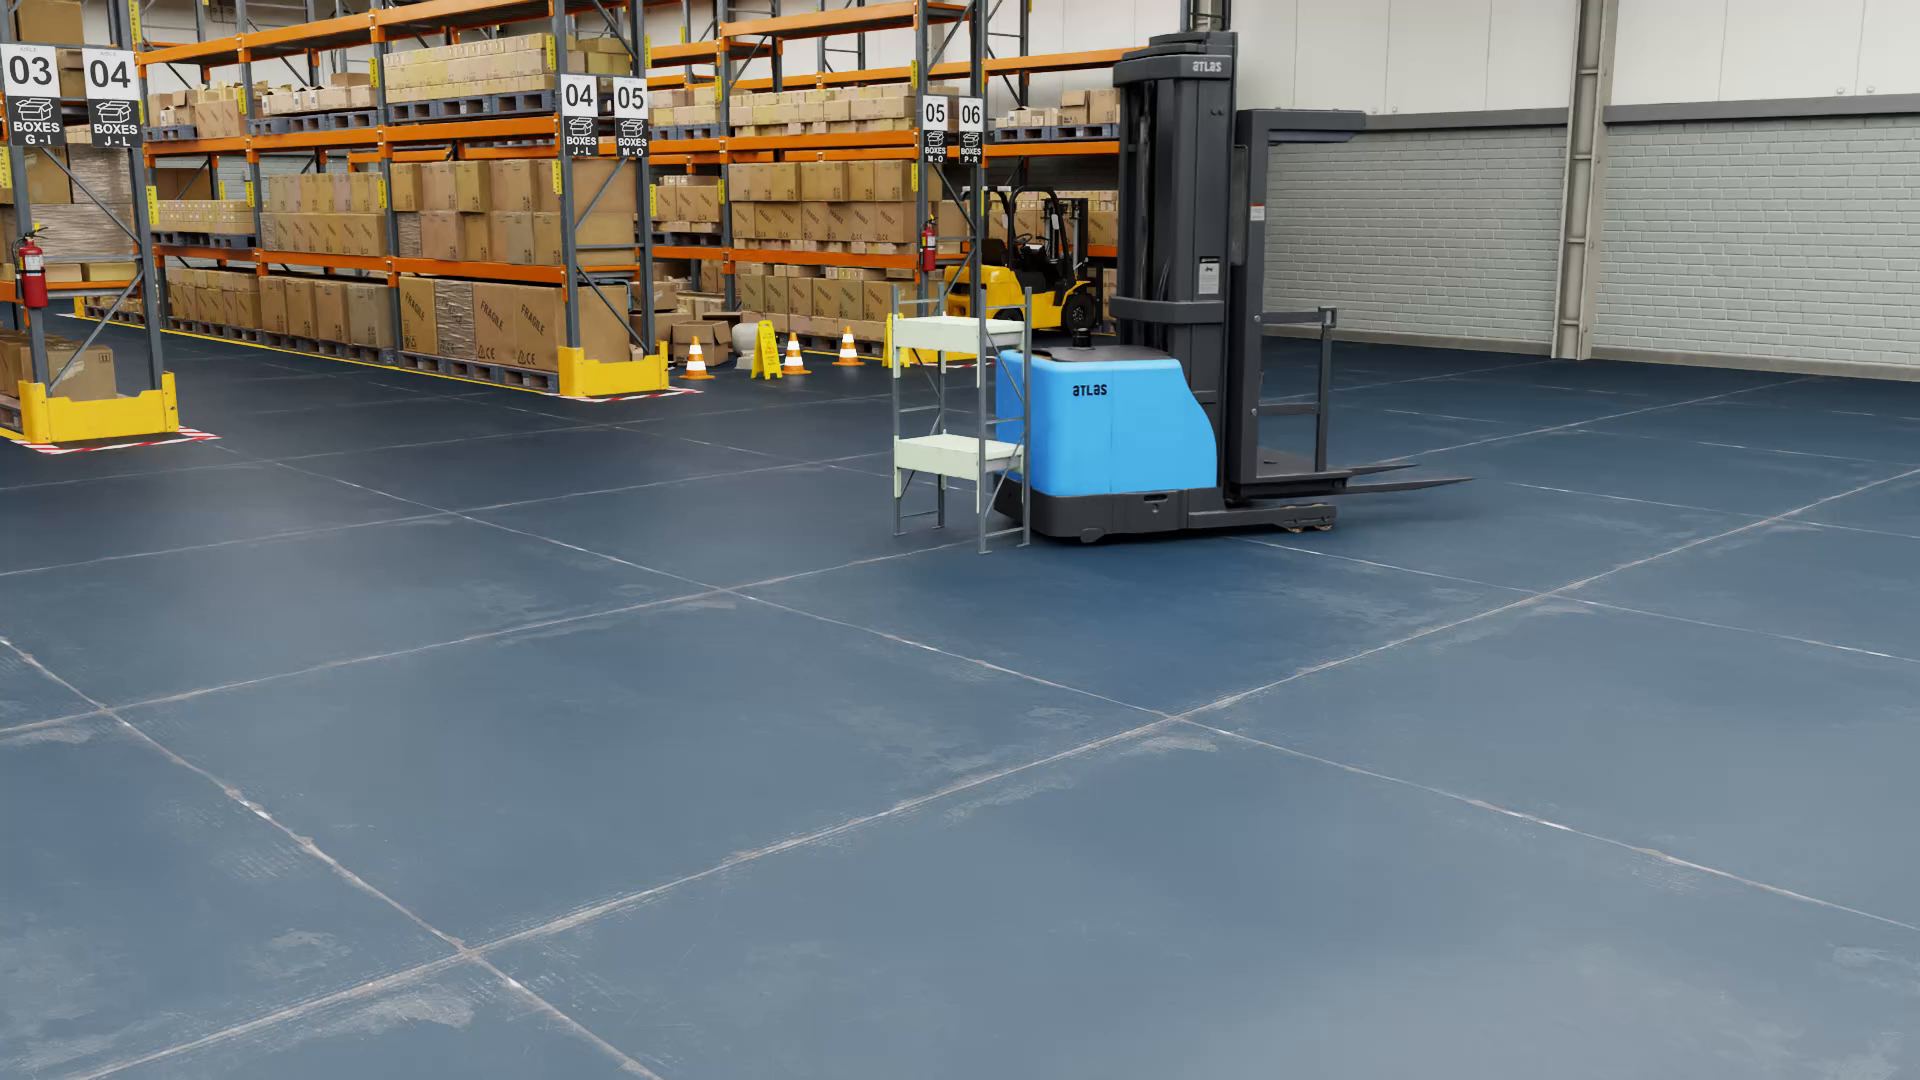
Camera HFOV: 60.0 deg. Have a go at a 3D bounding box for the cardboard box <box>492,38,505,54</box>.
[{"bbox_3d":[-4.649,-5.139,17.344,0.380,0.149,0.250,-11,16,-42],"label":"cardboard box"}]

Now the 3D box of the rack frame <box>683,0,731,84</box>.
[{"bbox_3d":[-4.832,-9.120,31.878,1.000,3.000,0.127,-11,16,-43],"label":"rack frame"}]

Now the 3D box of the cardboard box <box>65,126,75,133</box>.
[{"bbox_3d":[-14.570,-6.908,27.705,0.500,0.250,0.500,-11,16,-42],"label":"cardboard box"}]

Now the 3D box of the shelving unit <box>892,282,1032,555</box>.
[{"bbox_3d":[0.005,-0.734,9.755,0.431,1.500,0.755,-11,16,-43],"label":"shelving unit"}]

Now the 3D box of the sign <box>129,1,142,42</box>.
[{"bbox_3d":[-6.907,-4.330,13.896,0.100,0.325,0.005,-11,16,-43],"label":"sign"}]

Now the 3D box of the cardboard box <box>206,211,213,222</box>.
[{"bbox_3d":[-10.379,-4.552,23.415,0.380,0.149,0.250,-11,16,-42],"label":"cardboard box"}]

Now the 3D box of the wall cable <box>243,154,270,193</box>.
[{"bbox_3d":[-15.092,-7.406,35.829,0.585,1.953,0.123,-11,16,-43],"label":"wall cable"}]

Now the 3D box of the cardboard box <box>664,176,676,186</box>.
[{"bbox_3d":[-4.068,-5.212,24.140,0.250,0.149,0.380,11,16,43],"label":"cardboard box"}]

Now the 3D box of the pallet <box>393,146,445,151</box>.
[{"bbox_3d":[-9.815,-7.214,30.280,1.003,0.211,1.213,-11,16,-43],"label":"pallet"}]

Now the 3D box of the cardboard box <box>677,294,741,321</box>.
[{"bbox_3d":[-3.757,-3.421,24.556,0.950,0.372,0.625,-10,15,-39],"label":"cardboard box"}]

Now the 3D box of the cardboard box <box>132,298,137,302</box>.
[{"bbox_3d":[-13.063,-3.901,26.699,0.380,0.149,0.250,-10,16,-41],"label":"cardboard box"}]

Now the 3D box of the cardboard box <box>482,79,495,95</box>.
[{"bbox_3d":[-4.820,-4.784,17.601,0.380,0.149,0.250,-11,16,-43],"label":"cardboard box"}]

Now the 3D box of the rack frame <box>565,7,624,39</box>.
[{"bbox_3d":[-5.657,-7.844,25.684,1.000,3.000,0.127,-11,16,-43],"label":"rack frame"}]

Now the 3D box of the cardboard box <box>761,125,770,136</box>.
[{"bbox_3d":[-2.465,-5.522,22.468,0.380,0.149,0.250,-11,16,-43],"label":"cardboard box"}]

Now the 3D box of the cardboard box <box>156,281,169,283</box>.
[{"bbox_3d":[-12.936,-4.155,27.196,0.250,0.149,0.380,11,16,43],"label":"cardboard box"}]

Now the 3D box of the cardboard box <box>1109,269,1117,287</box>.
[{"bbox_3d":[2.555,-3.877,24.590,0.500,0.250,0.500,-11,16,-42],"label":"cardboard box"}]

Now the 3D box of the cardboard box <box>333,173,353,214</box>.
[{"bbox_3d":[-7.457,-4.376,20.994,0.700,0.500,0.500,-11,16,-42],"label":"cardboard box"}]

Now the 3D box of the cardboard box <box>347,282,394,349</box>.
[{"bbox_3d":[-6.898,-2.799,20.600,1.050,0.750,0.750,-11,16,-43],"label":"cardboard box"}]

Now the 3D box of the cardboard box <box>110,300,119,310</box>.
[{"bbox_3d":[-13.694,-3.870,27.286,0.250,0.149,0.380,11,16,42],"label":"cardboard box"}]

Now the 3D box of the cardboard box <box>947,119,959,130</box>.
[{"bbox_3d":[-0.126,-5.178,20.800,0.380,0.149,0.250,-11,16,-42],"label":"cardboard box"}]

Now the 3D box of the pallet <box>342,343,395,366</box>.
[{"bbox_3d":[-6.992,-2.354,20.813,1.003,0.211,1.213,-11,16,-43],"label":"pallet"}]

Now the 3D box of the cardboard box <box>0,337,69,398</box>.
[{"bbox_3d":[-8.575,-1.609,15.440,0.500,0.500,0.500,-9,15,-37],"label":"cardboard box"}]

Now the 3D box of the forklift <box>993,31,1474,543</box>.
[{"bbox_3d":[1.783,-1.576,10.297,3.031,2.935,1.130,-4,12,-19],"label":"forklift"}]

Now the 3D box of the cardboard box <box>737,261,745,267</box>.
[{"bbox_3d":[-3.999,-5.246,31.488,0.380,0.149,0.250,-11,16,-43],"label":"cardboard box"}]

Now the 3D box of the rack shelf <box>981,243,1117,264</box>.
[{"bbox_3d":[2.074,-4.370,25.472,1.077,0.370,4.000,-11,16,-43],"label":"rack shelf"}]

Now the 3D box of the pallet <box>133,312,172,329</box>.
[{"bbox_3d":[-12.419,-3.512,26.437,1.003,0.211,1.213,-11,16,-43],"label":"pallet"}]

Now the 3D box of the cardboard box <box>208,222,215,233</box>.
[{"bbox_3d":[-10.358,-4.403,23.430,0.380,0.149,0.250,-11,16,-43],"label":"cardboard box"}]

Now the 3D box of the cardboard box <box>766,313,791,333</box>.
[{"bbox_3d":[-2.305,-2.981,22.720,0.500,0.250,0.500,-10,15,-39],"label":"cardboard box"}]

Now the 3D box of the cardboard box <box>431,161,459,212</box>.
[{"bbox_3d":[-5.437,-3.999,18.841,0.875,0.550,0.550,-11,16,-43],"label":"cardboard box"}]

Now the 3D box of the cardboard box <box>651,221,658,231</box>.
[{"bbox_3d":[-4.486,-4.672,24.739,0.380,0.149,0.250,-10,15,-41],"label":"cardboard box"}]

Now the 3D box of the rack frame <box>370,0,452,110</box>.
[{"bbox_3d":[-6.405,-6.556,19.431,1.000,3.000,0.127,-11,16,-43],"label":"rack frame"}]

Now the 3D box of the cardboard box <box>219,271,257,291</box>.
[{"bbox_3d":[-10.186,-3.685,23.662,0.500,0.250,0.500,-11,16,-42],"label":"cardboard box"}]

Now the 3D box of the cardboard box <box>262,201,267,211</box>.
[{"bbox_3d":[-9.700,-4.745,23.617,0.380,0.149,0.250,-11,16,-43],"label":"cardboard box"}]

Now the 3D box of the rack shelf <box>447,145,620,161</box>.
[{"bbox_3d":[-7.038,-6.315,27.476,1.077,0.370,4.000,-11,16,-43],"label":"rack shelf"}]

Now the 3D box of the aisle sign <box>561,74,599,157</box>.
[{"bbox_3d":[-3.810,-4.255,16.687,0.394,0.787,0.004,-11,16,-43],"label":"aisle sign"}]

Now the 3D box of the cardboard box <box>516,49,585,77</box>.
[{"bbox_3d":[-4.182,-4.862,16.991,0.500,0.250,0.500,-11,16,-42],"label":"cardboard box"}]

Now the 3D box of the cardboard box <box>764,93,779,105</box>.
[{"bbox_3d":[-2.374,-5.852,22.093,0.380,0.149,0.250,-11,16,-43],"label":"cardboard box"}]

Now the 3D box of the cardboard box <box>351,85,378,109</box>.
[{"bbox_3d":[-7.008,-5.349,20.089,0.500,0.250,0.500,-11,16,-42],"label":"cardboard box"}]

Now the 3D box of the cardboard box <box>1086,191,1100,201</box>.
[{"bbox_3d":[2.102,-5.138,24.825,0.380,0.149,0.250,-10,16,-41],"label":"cardboard box"}]

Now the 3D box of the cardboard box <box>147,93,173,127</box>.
[{"bbox_3d":[-11.747,-6.438,25.005,0.700,0.500,0.500,-11,16,-42],"label":"cardboard box"}]

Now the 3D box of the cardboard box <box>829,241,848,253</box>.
[{"bbox_3d":[-1.479,-3.817,21.627,0.380,0.149,0.250,-11,16,-43],"label":"cardboard box"}]

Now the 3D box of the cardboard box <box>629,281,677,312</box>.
[{"bbox_3d":[-4.161,-3.216,22.407,0.500,0.500,0.500,-11,16,-43],"label":"cardboard box"}]

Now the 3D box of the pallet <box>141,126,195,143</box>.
[{"bbox_3d":[-11.580,-6.057,24.910,1.213,0.211,1.003,-11,16,-43],"label":"pallet"}]

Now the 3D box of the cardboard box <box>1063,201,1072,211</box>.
[{"bbox_3d":[1.776,-5.069,25.228,0.380,0.149,0.250,-11,16,-44],"label":"cardboard box"}]

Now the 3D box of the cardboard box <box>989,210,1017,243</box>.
[{"bbox_3d":[0.811,-4.962,26.315,0.500,0.500,0.500,11,16,44],"label":"cardboard box"}]

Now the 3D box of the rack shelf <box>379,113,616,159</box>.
[{"bbox_3d":[-5.024,-4.442,18.390,1.077,0.370,4.000,-11,16,-43],"label":"rack shelf"}]

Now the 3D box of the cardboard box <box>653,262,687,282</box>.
[{"bbox_3d":[-5.961,-5.363,33.662,0.500,0.500,0.700,11,16,43],"label":"cardboard box"}]

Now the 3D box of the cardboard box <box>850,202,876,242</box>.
[{"bbox_3d":[-1.049,-4.047,21.138,0.500,0.500,0.500,-11,16,-42],"label":"cardboard box"}]

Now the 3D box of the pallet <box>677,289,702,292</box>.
[{"bbox_3d":[-5.305,-4.916,33.252,1.003,0.211,1.213,-11,16,-43],"label":"pallet"}]

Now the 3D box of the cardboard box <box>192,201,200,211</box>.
[{"bbox_3d":[-10.728,-4.772,23.747,0.380,0.149,0.250,-10,15,-40],"label":"cardboard box"}]

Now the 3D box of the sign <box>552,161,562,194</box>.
[{"bbox_3d":[-4.044,-3.643,16.705,0.100,0.325,0.005,-11,16,-43],"label":"sign"}]
